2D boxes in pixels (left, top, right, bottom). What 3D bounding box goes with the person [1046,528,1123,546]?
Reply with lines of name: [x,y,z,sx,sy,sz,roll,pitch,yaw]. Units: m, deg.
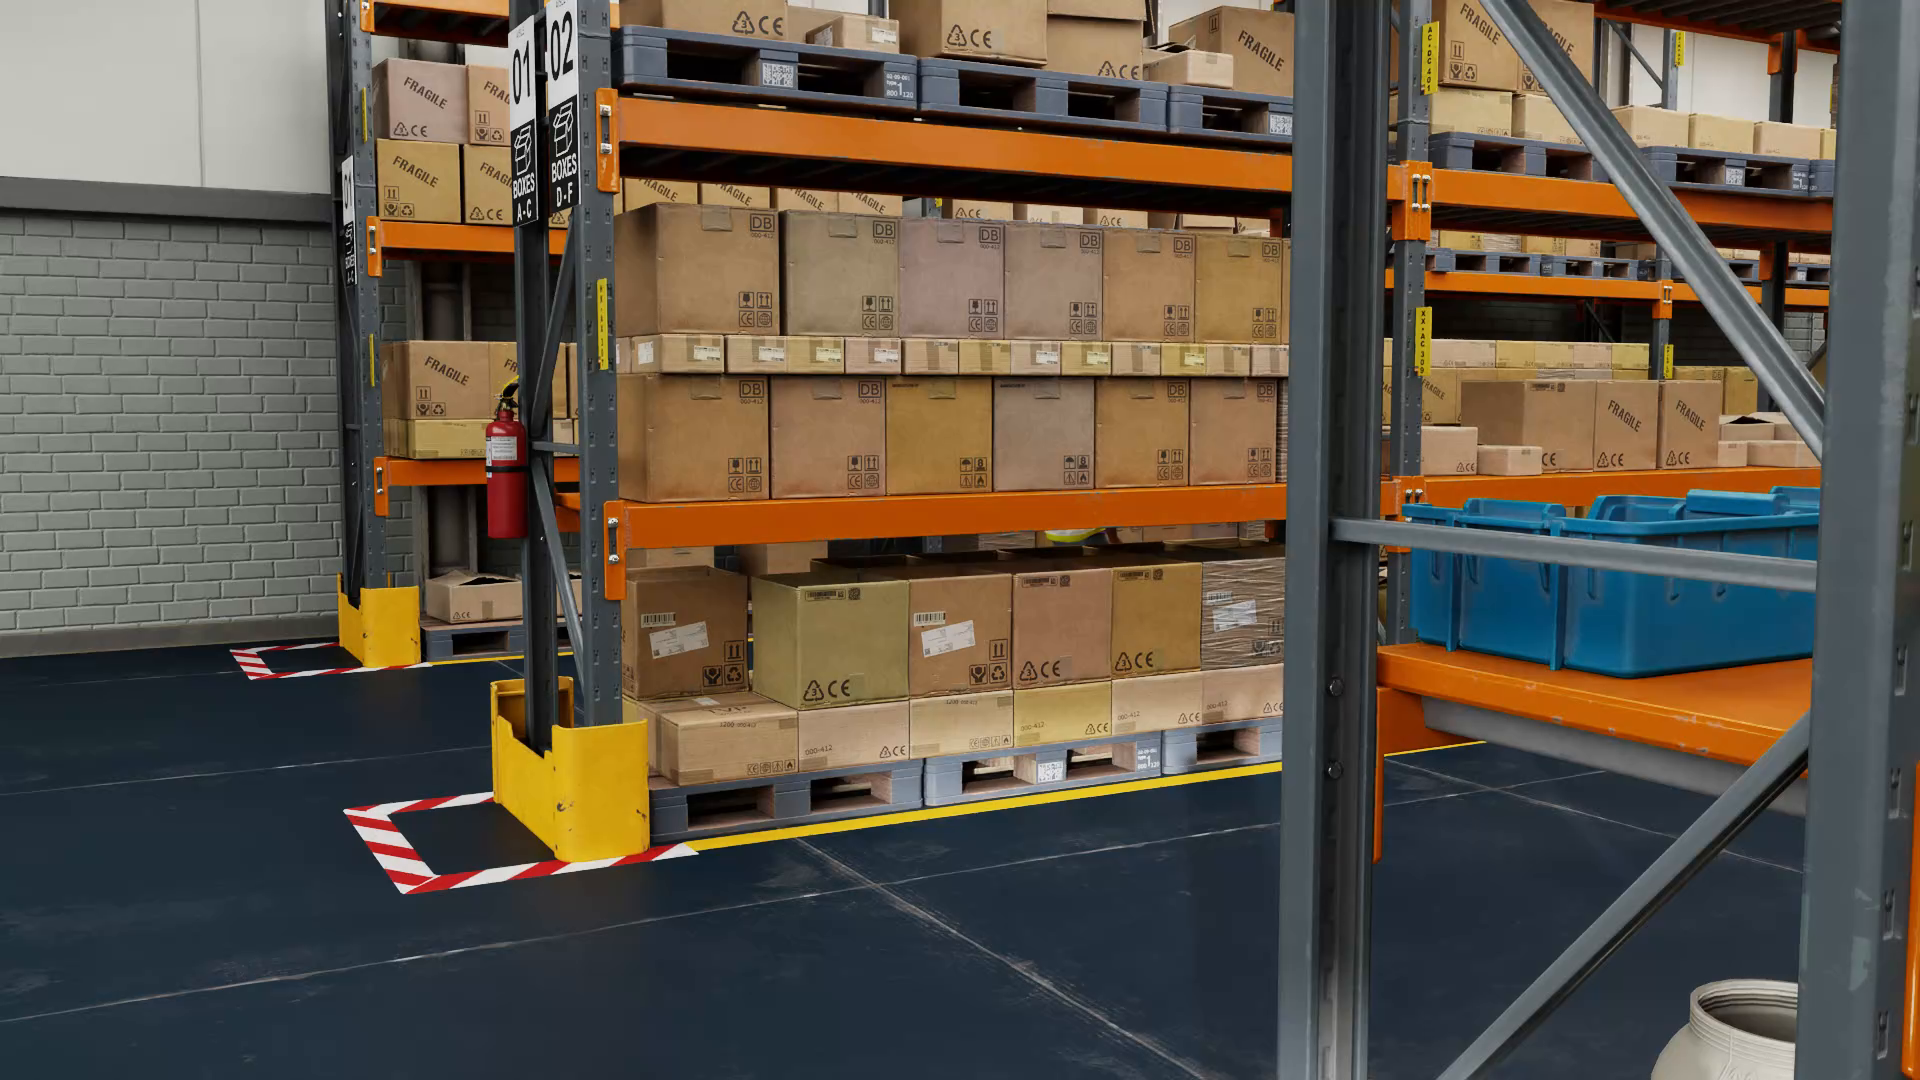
person: [0.754,-0.029,9.977,0.456,1.761,0.627,-3,6,-28]
